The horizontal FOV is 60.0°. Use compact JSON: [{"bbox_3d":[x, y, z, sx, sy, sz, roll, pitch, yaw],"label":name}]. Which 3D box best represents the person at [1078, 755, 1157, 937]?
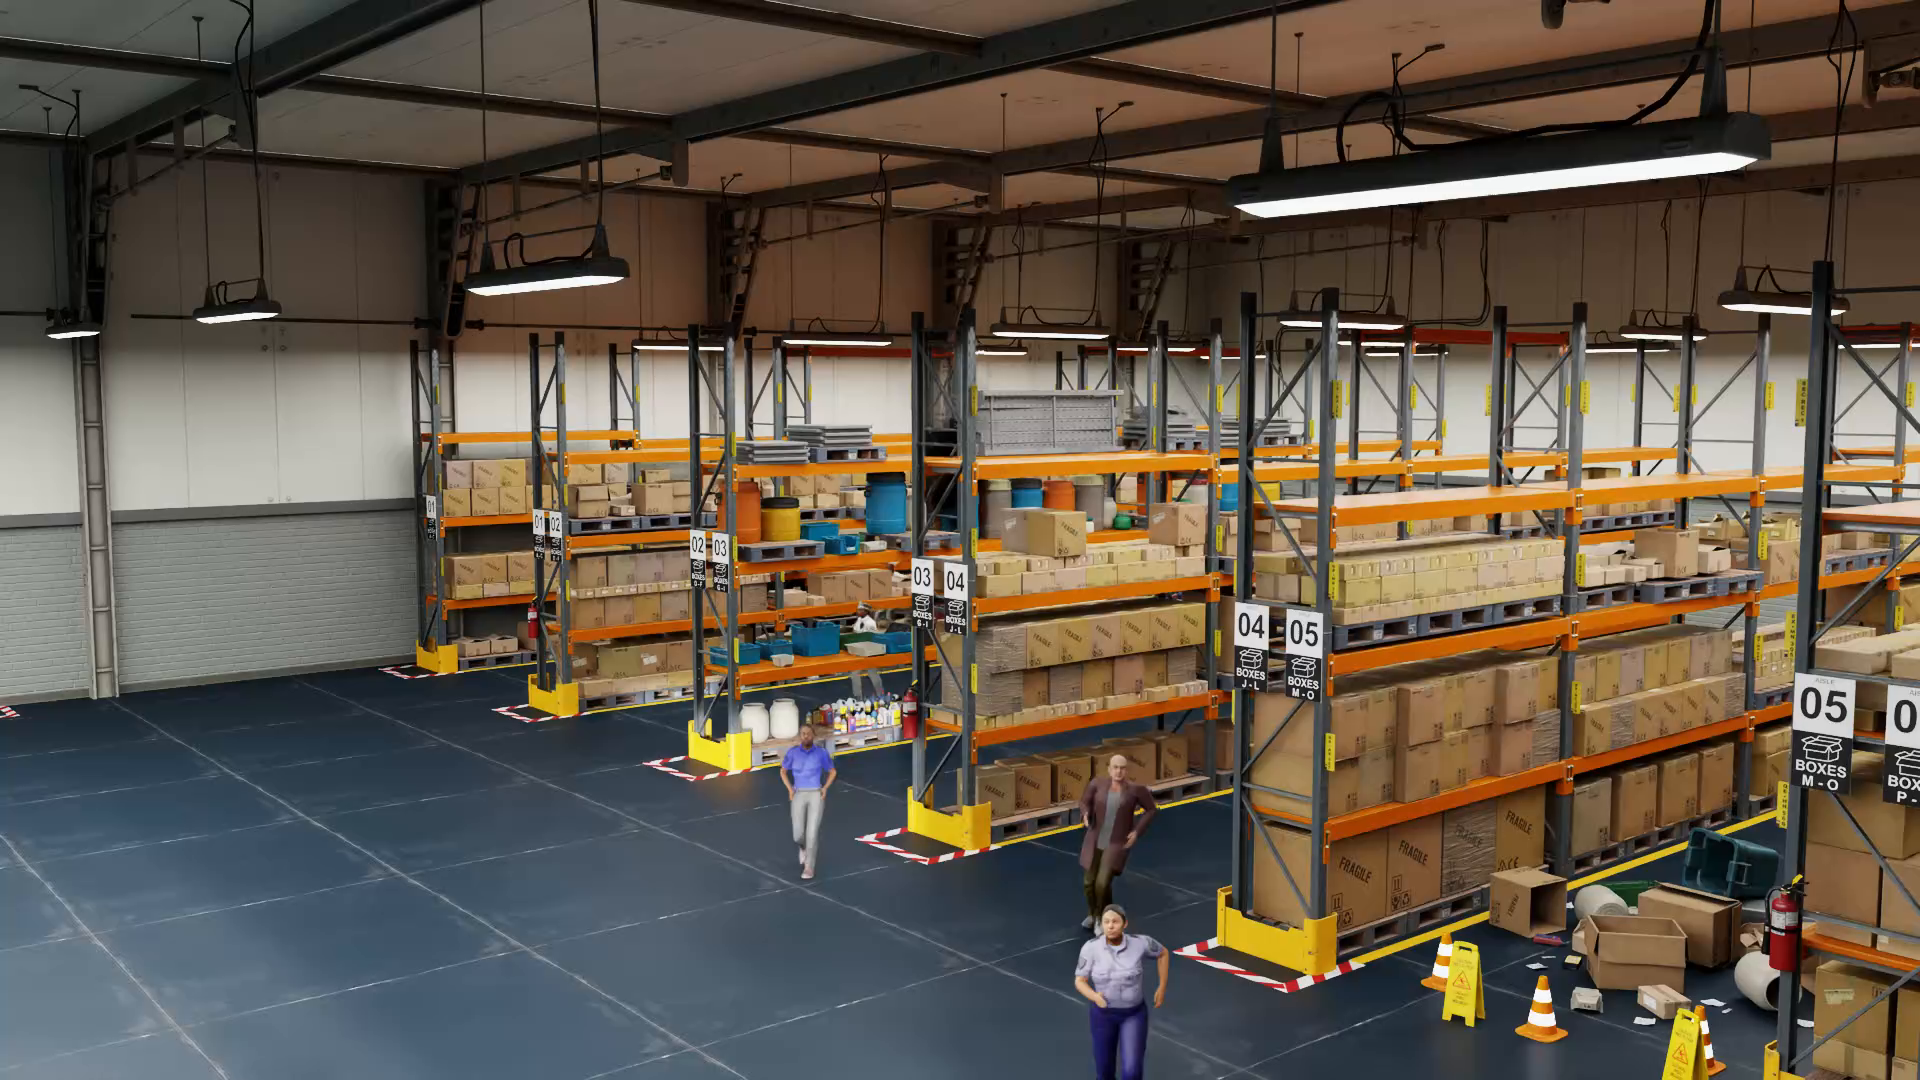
[{"bbox_3d":[1.418,2.875,15.570,0.714,1.750,0.695,3,6,26],"label":"person"}]

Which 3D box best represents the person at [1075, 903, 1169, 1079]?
[{"bbox_3d":[1.104,3.299,11.439,0.618,1.608,0.827,1,5,12],"label":"person"}]

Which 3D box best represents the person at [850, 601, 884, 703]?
[{"bbox_3d":[-1.502,1.853,26.893,0.546,1.766,0.742,5,7,44],"label":"person"}]

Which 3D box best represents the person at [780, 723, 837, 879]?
[{"bbox_3d":[-1.608,2.739,17.618,0.602,1.602,0.568,0,5,0],"label":"person"}]

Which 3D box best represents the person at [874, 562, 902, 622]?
[{"bbox_3d":[-1.451,1.217,33.301,0.692,1.724,0.607,5,7,42],"label":"person"}]
